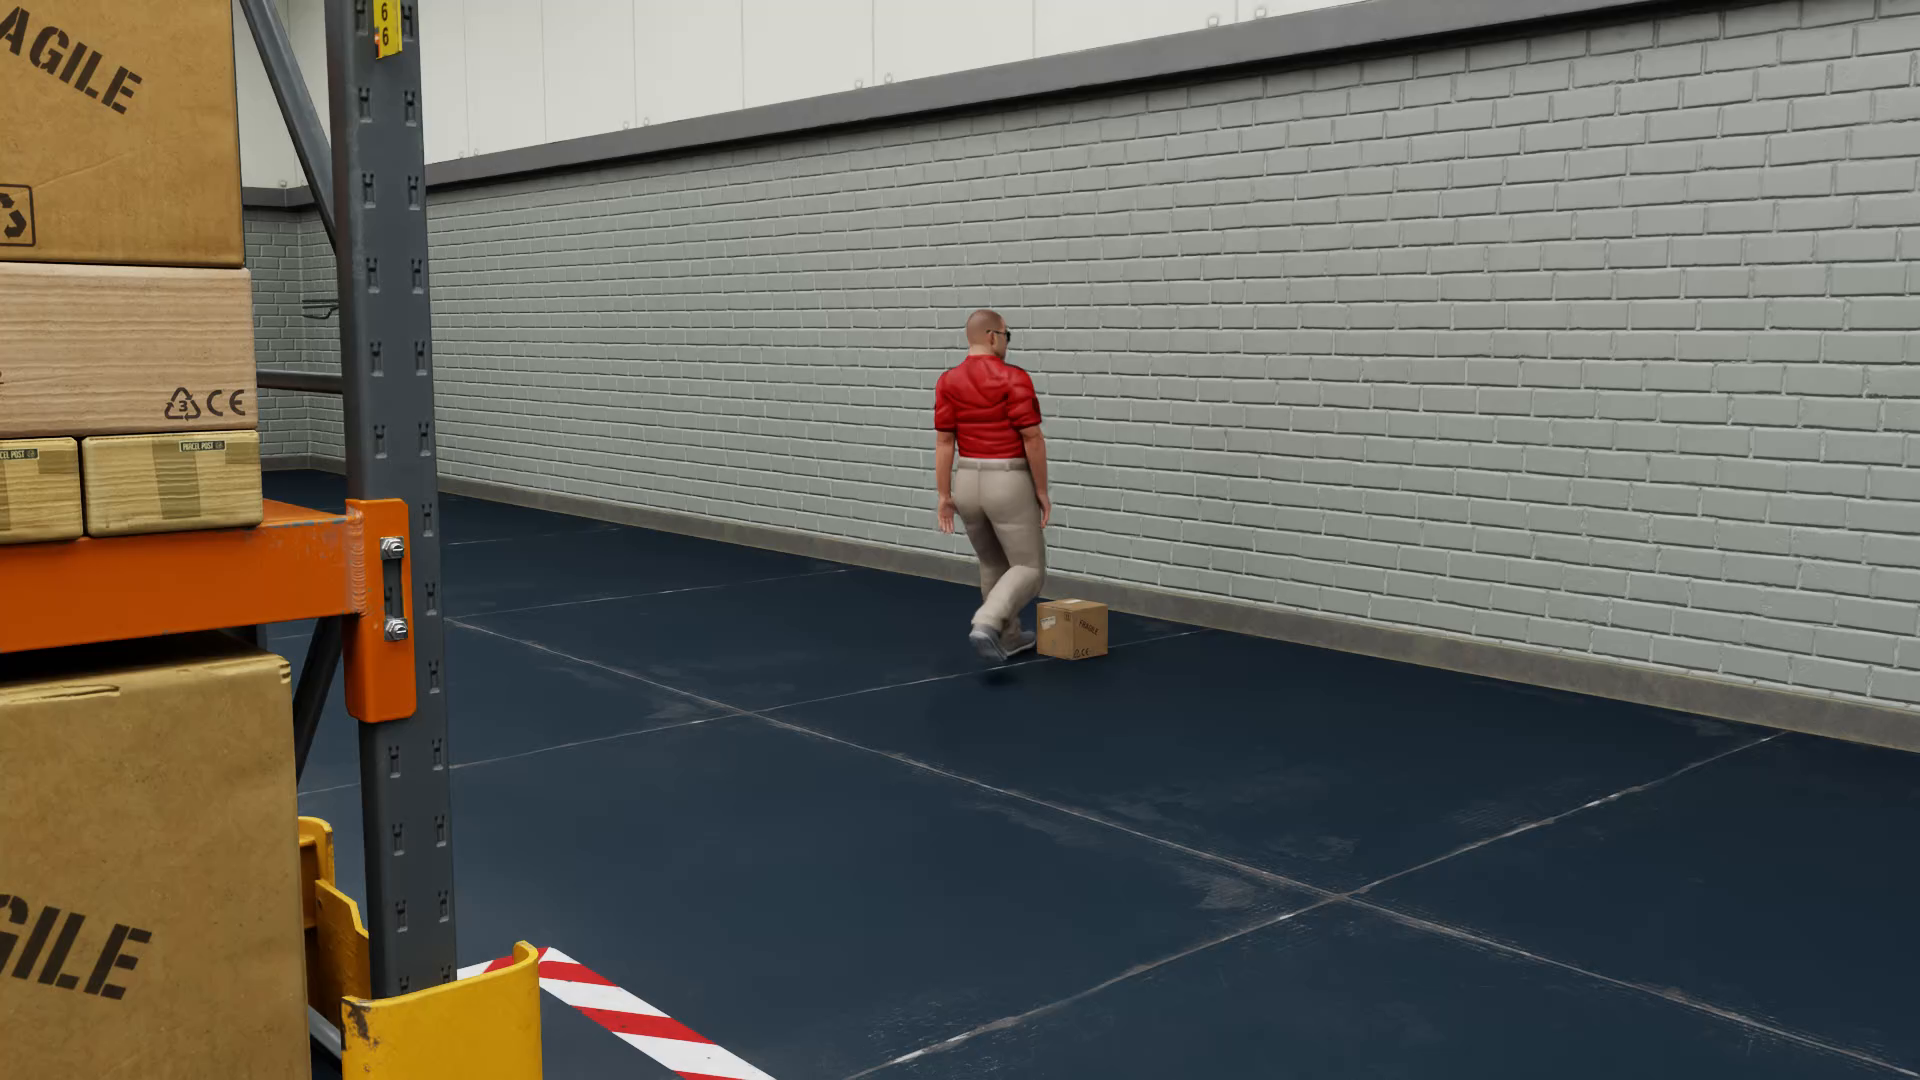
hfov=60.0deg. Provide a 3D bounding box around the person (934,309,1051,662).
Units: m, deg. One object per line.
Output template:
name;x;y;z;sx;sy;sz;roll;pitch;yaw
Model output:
person;0.196;-0.236;7.825;0.555;1.681;0.951;5;9;34
